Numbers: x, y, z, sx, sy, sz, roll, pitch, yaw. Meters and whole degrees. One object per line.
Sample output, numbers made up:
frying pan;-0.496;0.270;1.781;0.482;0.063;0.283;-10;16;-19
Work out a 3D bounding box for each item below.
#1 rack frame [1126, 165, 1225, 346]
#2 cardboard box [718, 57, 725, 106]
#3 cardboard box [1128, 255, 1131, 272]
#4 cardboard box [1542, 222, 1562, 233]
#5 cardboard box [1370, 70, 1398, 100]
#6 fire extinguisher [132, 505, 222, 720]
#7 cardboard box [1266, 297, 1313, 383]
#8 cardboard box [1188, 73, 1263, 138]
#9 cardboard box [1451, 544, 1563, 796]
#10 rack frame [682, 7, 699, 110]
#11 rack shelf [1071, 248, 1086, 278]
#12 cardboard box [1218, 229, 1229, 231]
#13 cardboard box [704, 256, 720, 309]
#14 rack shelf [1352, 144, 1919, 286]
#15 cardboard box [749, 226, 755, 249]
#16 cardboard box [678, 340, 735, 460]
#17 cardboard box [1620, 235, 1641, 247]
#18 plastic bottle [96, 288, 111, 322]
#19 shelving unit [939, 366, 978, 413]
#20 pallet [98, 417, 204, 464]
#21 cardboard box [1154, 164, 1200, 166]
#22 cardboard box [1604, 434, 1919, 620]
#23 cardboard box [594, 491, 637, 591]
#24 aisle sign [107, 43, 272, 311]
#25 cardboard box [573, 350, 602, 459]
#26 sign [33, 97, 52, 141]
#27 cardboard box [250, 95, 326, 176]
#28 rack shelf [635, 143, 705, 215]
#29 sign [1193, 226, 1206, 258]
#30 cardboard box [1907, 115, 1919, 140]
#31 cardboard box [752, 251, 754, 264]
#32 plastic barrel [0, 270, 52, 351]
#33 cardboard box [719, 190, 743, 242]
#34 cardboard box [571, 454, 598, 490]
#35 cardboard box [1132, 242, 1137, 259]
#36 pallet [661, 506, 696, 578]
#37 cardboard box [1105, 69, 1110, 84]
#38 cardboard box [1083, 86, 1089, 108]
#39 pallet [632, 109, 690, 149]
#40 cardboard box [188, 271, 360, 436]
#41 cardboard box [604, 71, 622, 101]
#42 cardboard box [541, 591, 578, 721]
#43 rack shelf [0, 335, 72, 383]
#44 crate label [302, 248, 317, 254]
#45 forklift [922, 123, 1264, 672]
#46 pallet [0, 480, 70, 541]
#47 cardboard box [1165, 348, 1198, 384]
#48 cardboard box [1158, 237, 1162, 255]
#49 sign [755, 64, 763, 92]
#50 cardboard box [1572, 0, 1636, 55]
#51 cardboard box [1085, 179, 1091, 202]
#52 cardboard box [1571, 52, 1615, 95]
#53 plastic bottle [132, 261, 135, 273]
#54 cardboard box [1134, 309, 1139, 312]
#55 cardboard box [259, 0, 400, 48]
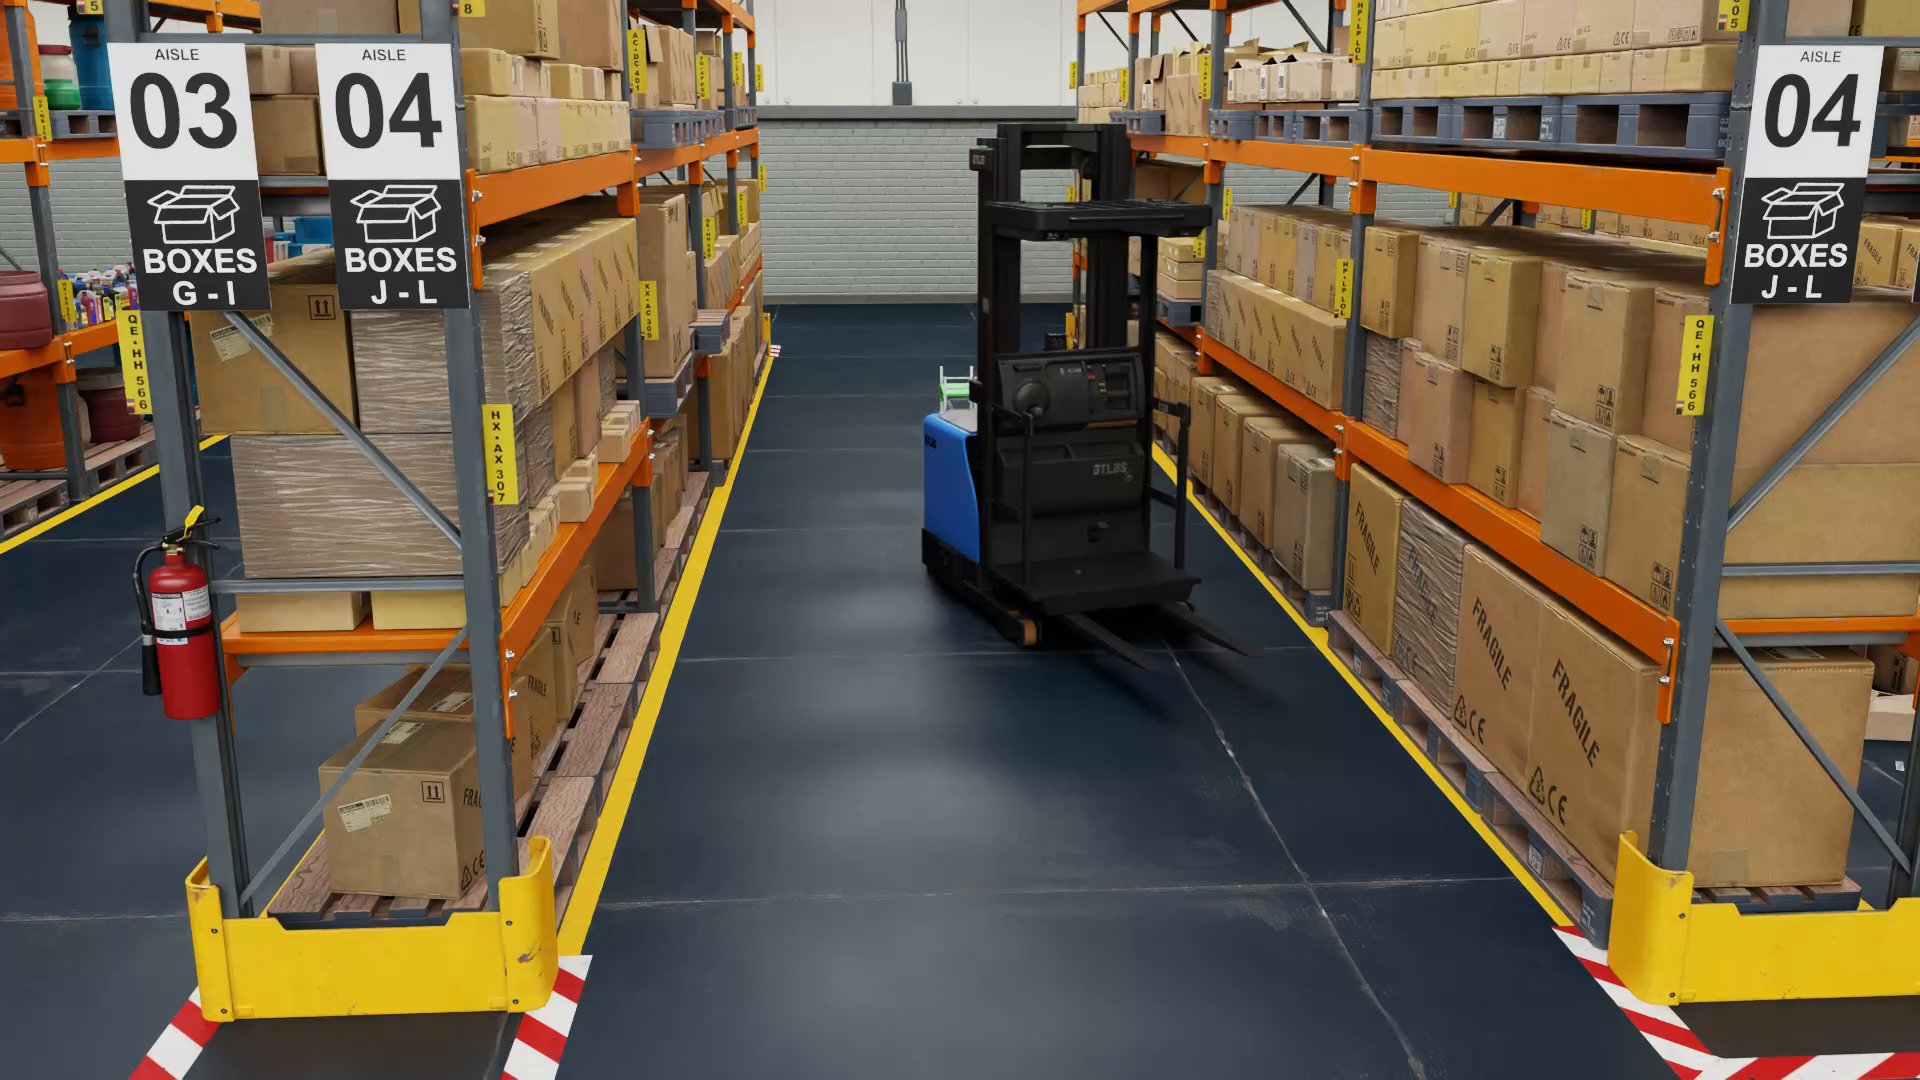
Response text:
rack frame;2.194;-2.882;17.207;1.000;3.000;0.127;-1;14;-3
cardboard box;-2.900;-4.911;17.829;0.700;0.500;0.500;0;14;-1
cardboard box;1.809;-2.665;16.025;0.380;0.149;0.250;-1;14;-3
cardboard box;6.807;-3.271;18.519;0.500;0.500;0.500;-1;14;-5
cardboard box;2.373;-2.379;8.695;0.380;0.149;0.250;-1;14;-4
fire extinguisher;-2.472;0.227;5.279;0.296;0.674;0.183;-1;14;-3
cardboard box;2.328;-1.318;10.927;0.500;0.500;0.500;-1;14;-3
cardboard box;2.153;-3.526;13.491;0.500;0.500;0.500;-1;14;-3
cardboard box;2.773;0.542;7.322;0.875;0.875;0.875;-1;14;-4
rack frame;-2.515;-4.741;12.393;1.000;3.000;0.127;-1;14;-3
rack shelf;2.070;-3.031;19.230;1.077;0.370;4.000;-1;14;-3
cardboard box;2.512;-2.764;15.215;0.380;0.149;0.250;-1;14;-4
cardboard box;-2.307;-2.137;14.112;0.500;0.500;0.500;-1;14;-5
rack shelf;2.814;-1.499;7.257;1.077;0.370;4.000;-1;14;-3
cardboard box;-2.653;-3.527;19.420;0.500;0.250;0.500;-1;14;-5
cardboard box;-2.537;-1.182;14.021;1.225;0.875;0.875;-2;15;-6
cardboard box;6.935;-2.910;16.613;0.500;0.250;0.500;-1;14;-3
plastic bottle;-7.154;-1.964;13.875;0.061;0.283;0.133;-1;14;-3
shelving unit;-0.010;-0.622;12.037;0.258;1.200;0.503;-1;14;-3
pallet;-7.621;-0.907;15.127;1.003;0.211;1.213;-1;14;-3
cardboard box;2.362;-3.803;17.983;0.500;0.500;0.500;-1;14;-5
cardboard box;2.870;-0.062;5.945;0.875;0.550;0.550;-1;14;-3
cardboard box;-2.283;0.004;10.125;0.700;0.500;0.500;-2;15;-8
aisle sign;-2.315;-1.085;5.006;0.394;0.787;0.004;-1;14;-3
cardboard box;-2.173;-0.673;7.823;0.875;0.500;0.500;-1;14;-3
sign;-6.909;-3.171;12.522;0.100;0.325;0.005;-1;14;-3
cardboard box;-2.302;-1.342;5.503;0.500;0.250;0.500;-1;14;-2
rack shelf;-2.391;-2.442;10.923;1.077;0.370;4.000;-1;14;-3
sign;1.901;-2.399;13.164;0.100;0.325;0.005;-1;14;-3
cardboard box;7.425;-3.254;12.432;0.700;0.500;0.500;-1;14;-3
cardboard box;-2.565;-3.240;19.102;0.380;0.149;0.250;-1;14;-2
plastic barrel;-7.127;-1.714;12.396;0.600;0.536;0.708;-1;14;-3
cardboard box;-2.537;-3.388;17.373;0.500;0.500;0.500;-1;14;-3
cardboard box;-1.882;-0.297;7.664;0.380;0.149;0.250;-1;14;-3
cardboard box;1.830;-2.742;15.729;0.380;0.149;0.250;0;14;-1
pallet;-2.395;0.012;11.556;1.003;0.211;1.213;-1;14;-3
cardboard box;1.796;-5.092;18.274;0.380;0.149;0.250;-1;14;-4
cardboard box;1.748;-5.256;19.711;0.500;0.250;0.500;-1;14;-4
pallet;-2.199;-2.358;9.527;1.213;0.211;1.003;-1;14;-3
cardboard box;-2.300;-0.656;5.750;0.500;0.500;0.500;-1;14;-3
cardboard box;-1.958;-2.337;8.572;0.380;0.149;0.250;0;14;-2
cardboard box;-2.122;0.562;7.996;0.500;0.500;0.500;-2;15;-8
rack shelf;-7.334;-0.913;11.000;1.077;0.370;4.000;-1;14;-3
crate label;-7.677;-3.309;19.275;0.396;0.136;0.243;-1;14;-3
forklift;0.747;-0.916;9.703;1.130;2.935;3.031;-5;15;-20
pallet;-7.449;-0.215;12.440;1.003;0.211;1.213;-1;14;-3
cardboard box;2.096;-1.534;14.639;0.500;0.250;0.500;-1;14;-3
cardboard box;1.904;-2.566;14.445;0.380;0.149;0.250;0;14;-2
sign;-2.468;-5.673;20.418;0.100;0.325;0.005;-1;14;-3
cardboard box;2.598;-1.915;6.091;0.500;0.250;0.500;-1;14;-3
cardboard box;1.757;-4.182;19.458;0.500;0.500;0.500;-1;14;-5
cardboard box;2.532;-1.747;6.238;0.380;0.149;0.250;-1;14;-3
plastic bottle;-8.109;-2.600;16.344;0.061;0.283;0.133;-1;14;-3
cardboard box;2.333;-2.734;20.316;0.380;0.149;0.250;-1;14;-5
cardboard box;-2.368;-2.115;6.405;0.500;0.500;0.500;-1;14;-3
